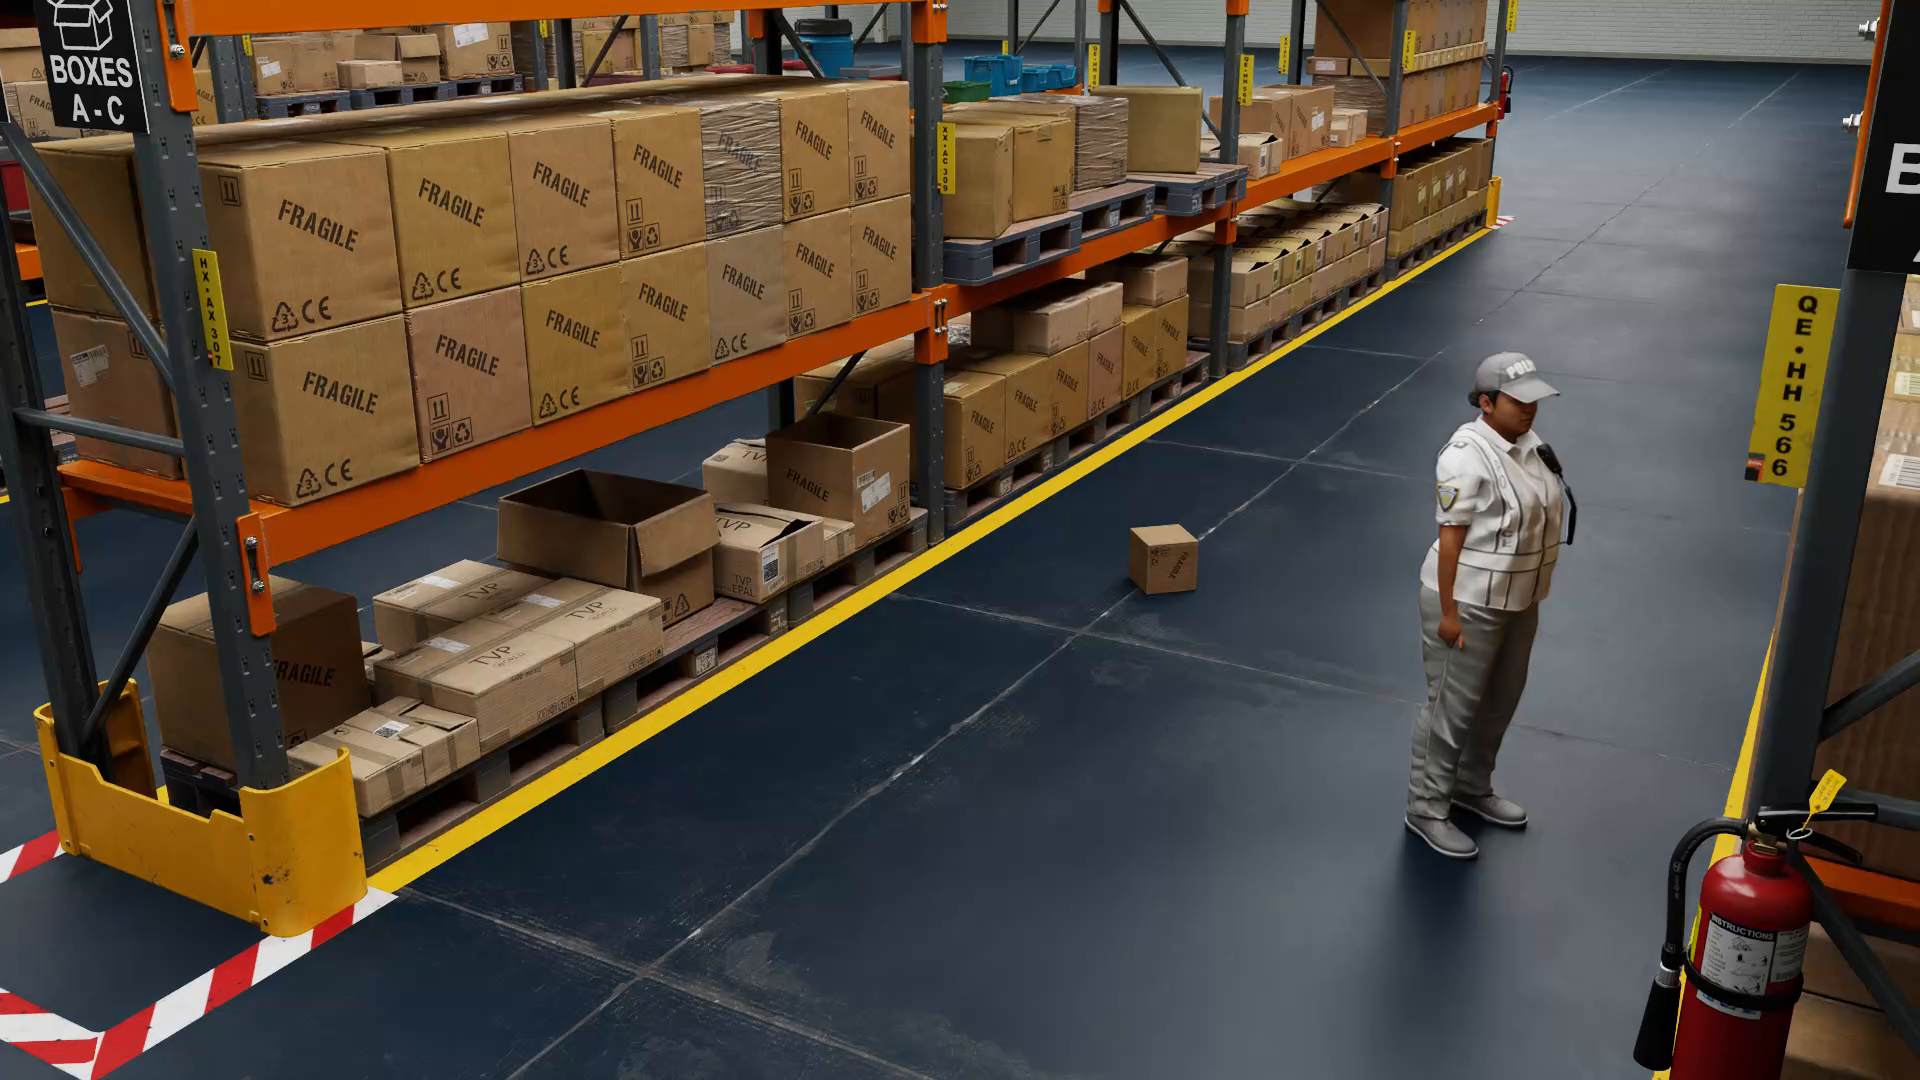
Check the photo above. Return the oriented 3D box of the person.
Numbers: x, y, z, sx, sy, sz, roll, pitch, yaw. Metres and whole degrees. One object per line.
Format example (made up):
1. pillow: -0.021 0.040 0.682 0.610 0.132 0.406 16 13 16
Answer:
1. person: 1.739 0.201 5.500 0.478 1.669 0.387 -17 25 -39
